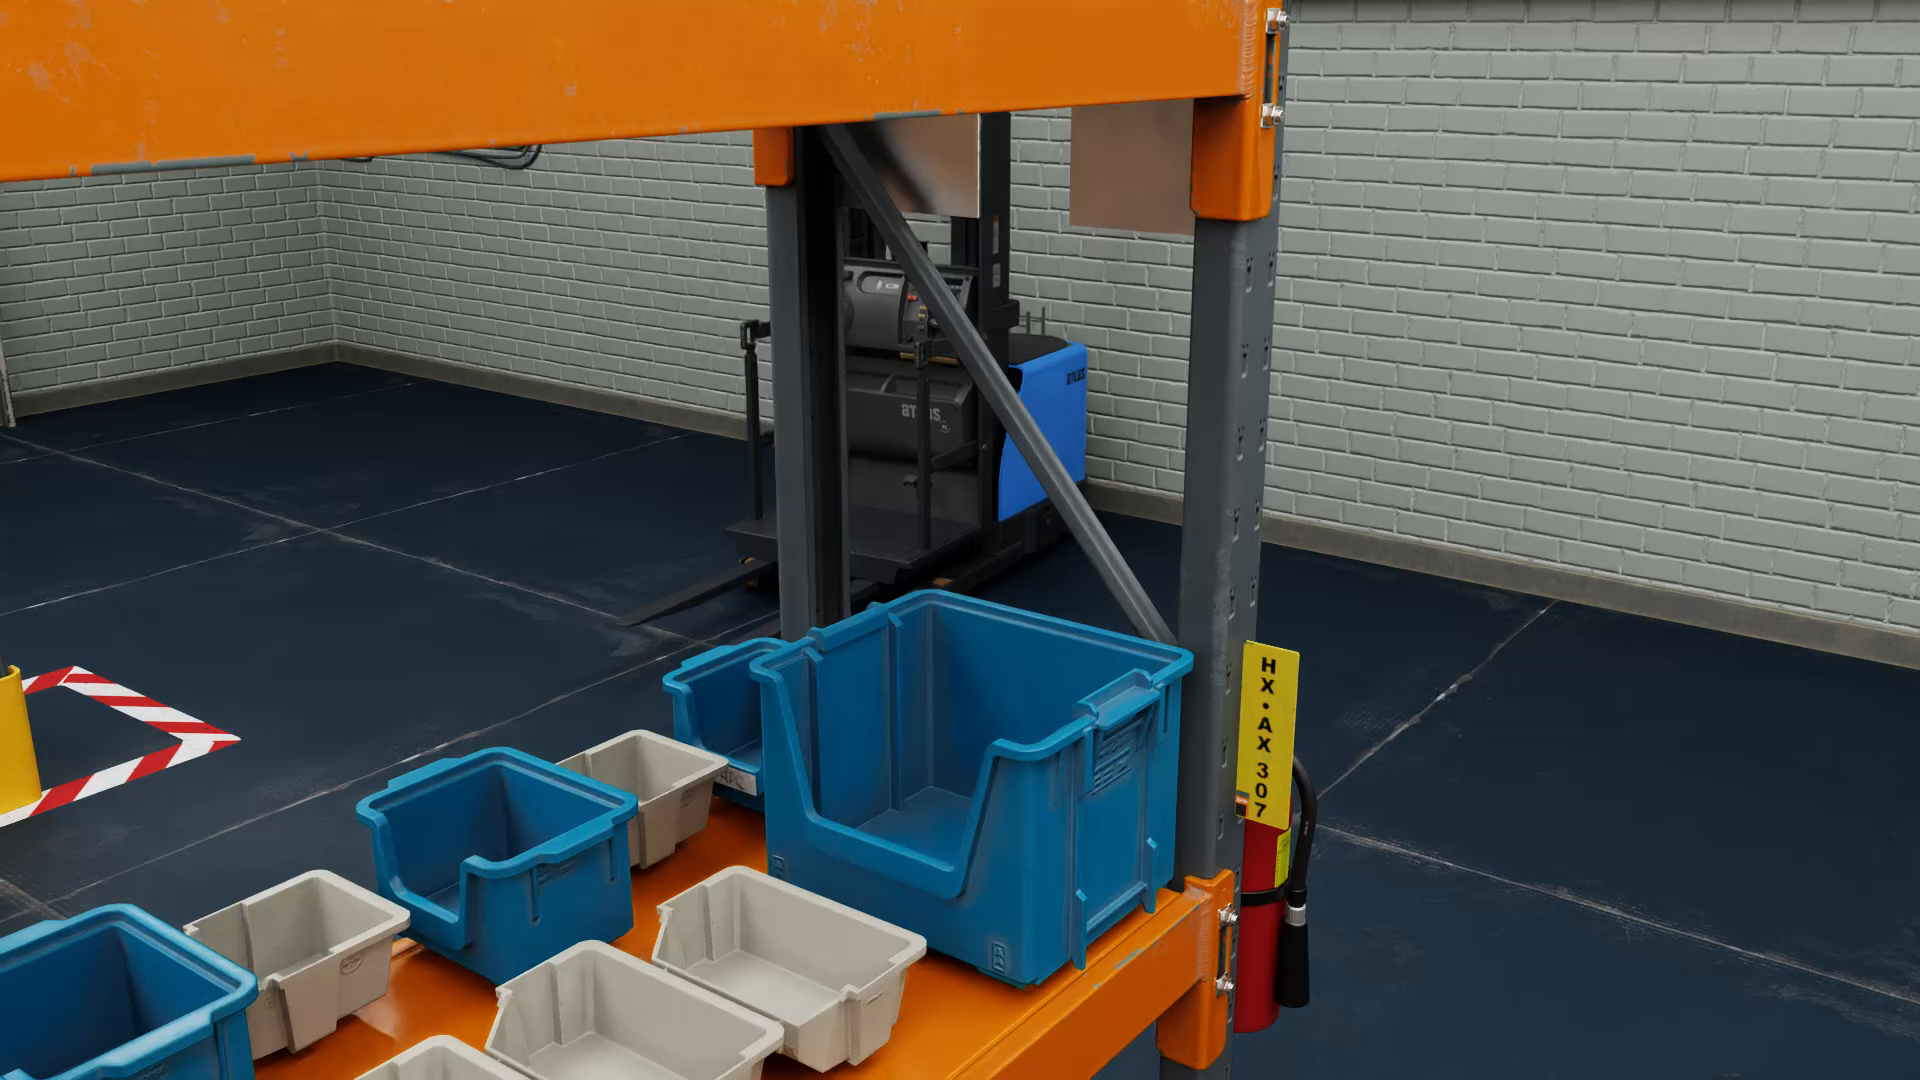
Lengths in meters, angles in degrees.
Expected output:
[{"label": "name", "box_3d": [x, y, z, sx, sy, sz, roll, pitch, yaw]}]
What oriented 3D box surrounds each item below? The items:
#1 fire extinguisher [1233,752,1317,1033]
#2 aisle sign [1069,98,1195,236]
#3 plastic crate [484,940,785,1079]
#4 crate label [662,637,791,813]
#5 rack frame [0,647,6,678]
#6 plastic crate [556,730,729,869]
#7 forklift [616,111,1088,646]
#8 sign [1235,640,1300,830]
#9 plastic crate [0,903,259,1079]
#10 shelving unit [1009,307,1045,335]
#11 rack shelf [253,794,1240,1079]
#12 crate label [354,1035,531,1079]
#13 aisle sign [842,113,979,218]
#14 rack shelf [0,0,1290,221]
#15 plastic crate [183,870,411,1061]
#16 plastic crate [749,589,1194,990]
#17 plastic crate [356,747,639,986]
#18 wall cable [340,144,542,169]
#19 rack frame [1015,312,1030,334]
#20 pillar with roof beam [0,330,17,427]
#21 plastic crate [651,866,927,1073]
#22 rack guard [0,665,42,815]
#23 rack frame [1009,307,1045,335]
[{"label": "fire extinguisher", "box_3d": [0.526, 0.578, 3.084, 0.296, 0.674, 0.183, 12, 21, 35]}, {"label": "aisle sign", "box_3d": [0.349, -0.888, 2.663, 0.394, 0.787, 0.004, 12, 21, 35]}, {"label": "plastic crate", "box_3d": [-0.454, 0.709, 2.247, 0.396, 0.136, 0.243, 12, 21, 35]}, {"label": "crate label", "box_3d": [-0.341, 0.371, 3.174, 0.416, 0.233, 0.303, 12, 21, 35]}, {"label": "rack frame", "box_3d": [-3.905, -0.558, 5.981, 1.000, 3.000, 0.127, 12, 21, 35]}, {"label": "plastic crate", "box_3d": [-0.598, 0.478, 2.989, 0.250, 0.136, 0.298, 12, 21, 35]}, {"label": "forklift", "box_3d": [-0.463, -1.156, 8.023, 1.130, 2.935, 3.031, 10, 20, 29]}, {"label": "sign", "box_3d": [0.522, 0.334, 2.835, 0.100, 0.325, 0.005, 12, 21, 35]}, {"label": "plastic crate", "box_3d": [-1.125, 0.684, 2.164, 0.416, 0.233, 0.300, 12, 21, 35]}, {"label": "shelving unit", "box_3d": [0.334, -0.745, 9.619, 0.258, 1.200, 0.189, 10, 20, 29]}, {"label": "rack shelf", "box_3d": [-1.121, 1.139, 1.732, 1.077, 0.370, 4.000, 12, 21, 35]}, {"label": "crate label", "box_3d": [-0.600, 0.779, 2.020, 0.396, 0.136, 0.243, 12, 21, 35]}, {"label": "aisle sign", "box_3d": [-0.125, -0.992, 2.998, 0.394, 0.787, 0.004, 12, 21, 35]}, {"label": "rack shelf", "box_3d": [-1.121, -0.294, 1.288, 1.077, 0.370, 4.000, 12, 21, 35]}, {"label": "plastic crate", "box_3d": [-1.003, 0.640, 2.469, 0.250, 0.136, 0.298, 12, 21, 35]}, {"label": "plastic crate", "box_3d": [0.021, 0.386, 2.783, 0.616, 0.435, 0.499, 12, 21, 35]}, {"label": "plastic crate", "box_3d": [-0.733, 0.527, 2.669, 0.416, 0.233, 0.300, 12, 21, 35]}, {"label": "wall cable", "box_3d": [-4.229, -4.098, 12.503, 3.097, 2.526, 0.112, 12, 21, 35]}, {"label": "rack frame", "box_3d": [0.288, -0.721, 9.543, 0.240, 1.200, 0.006, 10, 20, 29]}, {"label": "pillar with roof beam", "box_3d": [-3.514, -4.332, 8.021, 9.100, 9.000, 0.400, 12, 21, 35]}, {"label": "plastic crate", "box_3d": [-0.270, 0.642, 2.462, 0.396, 0.136, 0.243, 12, 21, 35]}, {"label": "rack guard", "box_3d": [-3.950, 0.654, 6.294, 1.175, 0.500, 0.348, 12, 21, 35]}, {"label": "rack frame", "box_3d": [0.380, -0.768, 9.694, 0.240, 1.200, 0.006, 10, 20, 29]}]
